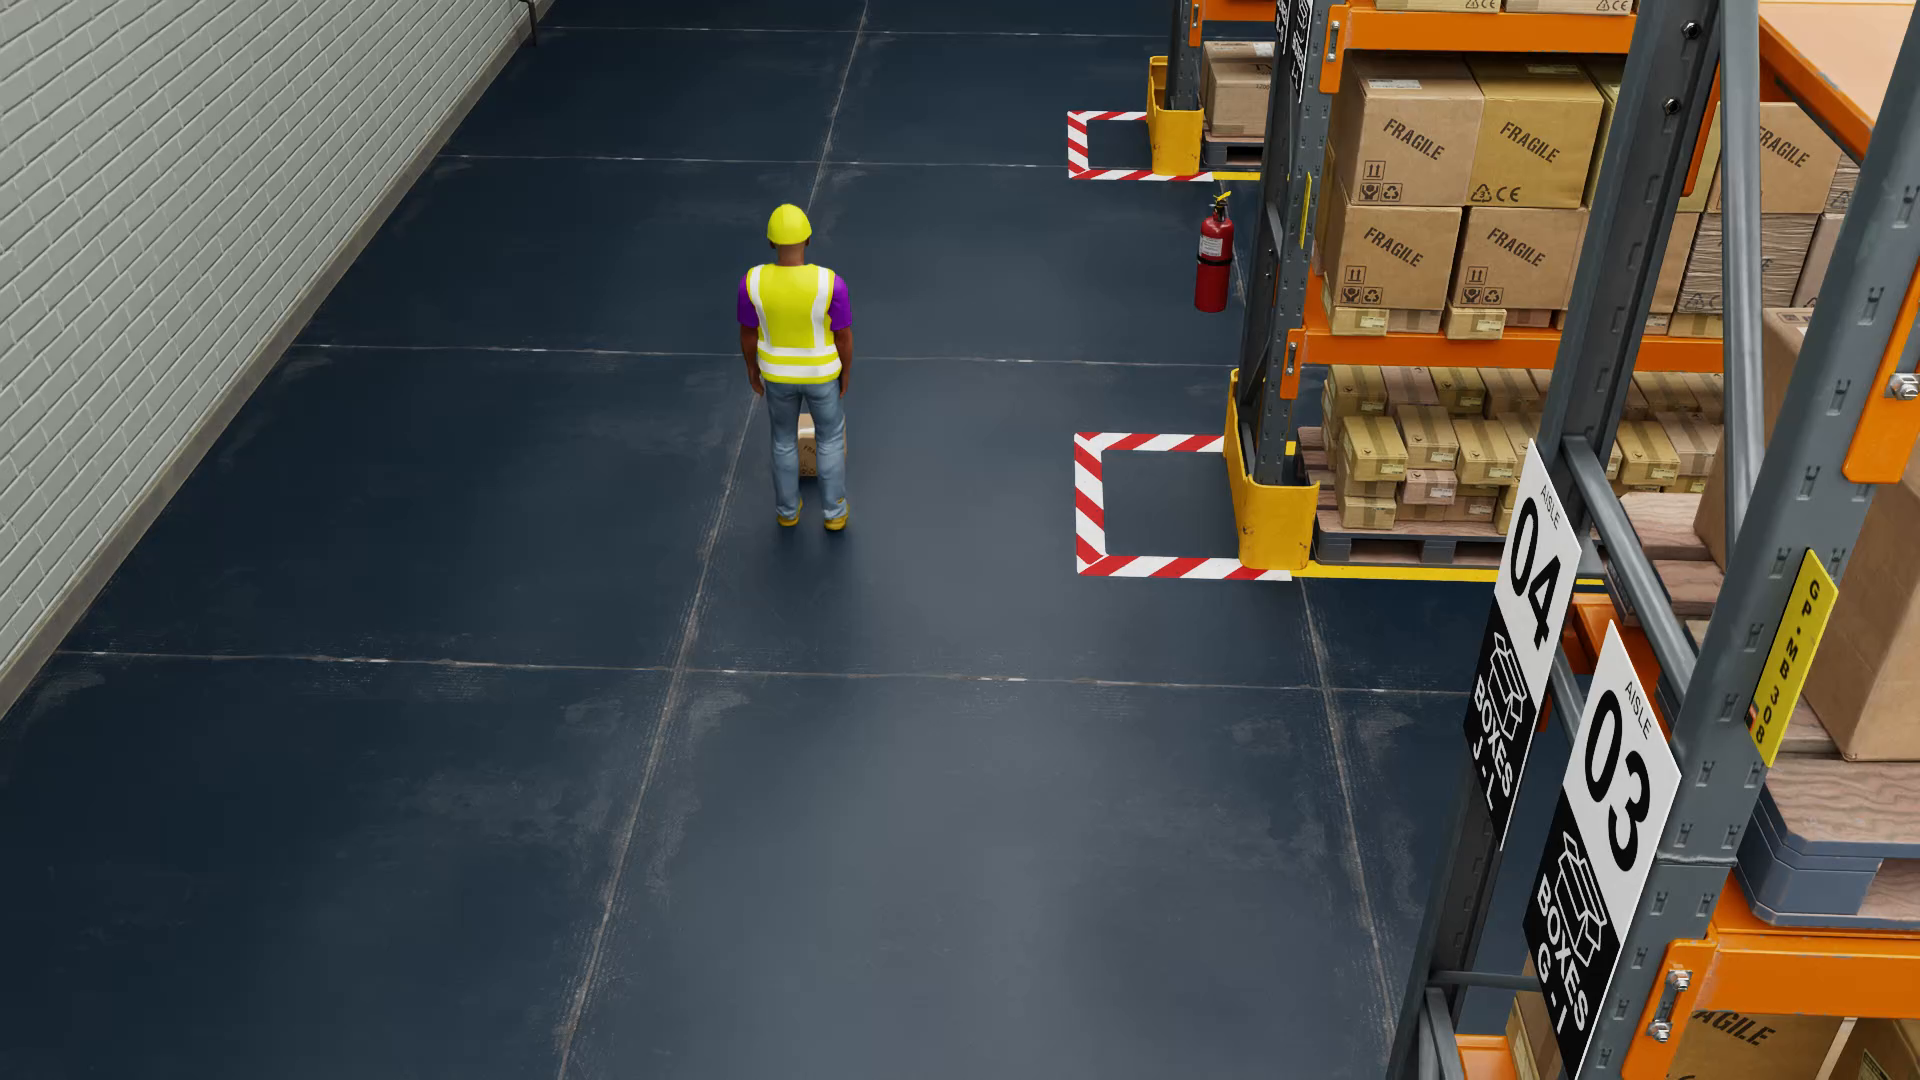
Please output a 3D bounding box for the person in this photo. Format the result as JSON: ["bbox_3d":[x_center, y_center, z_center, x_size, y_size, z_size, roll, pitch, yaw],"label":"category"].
[{"bbox_3d":[-0.802,-0.838,8.298,0.562,1.783,0.361,2,36,3],"label":"person"}]
